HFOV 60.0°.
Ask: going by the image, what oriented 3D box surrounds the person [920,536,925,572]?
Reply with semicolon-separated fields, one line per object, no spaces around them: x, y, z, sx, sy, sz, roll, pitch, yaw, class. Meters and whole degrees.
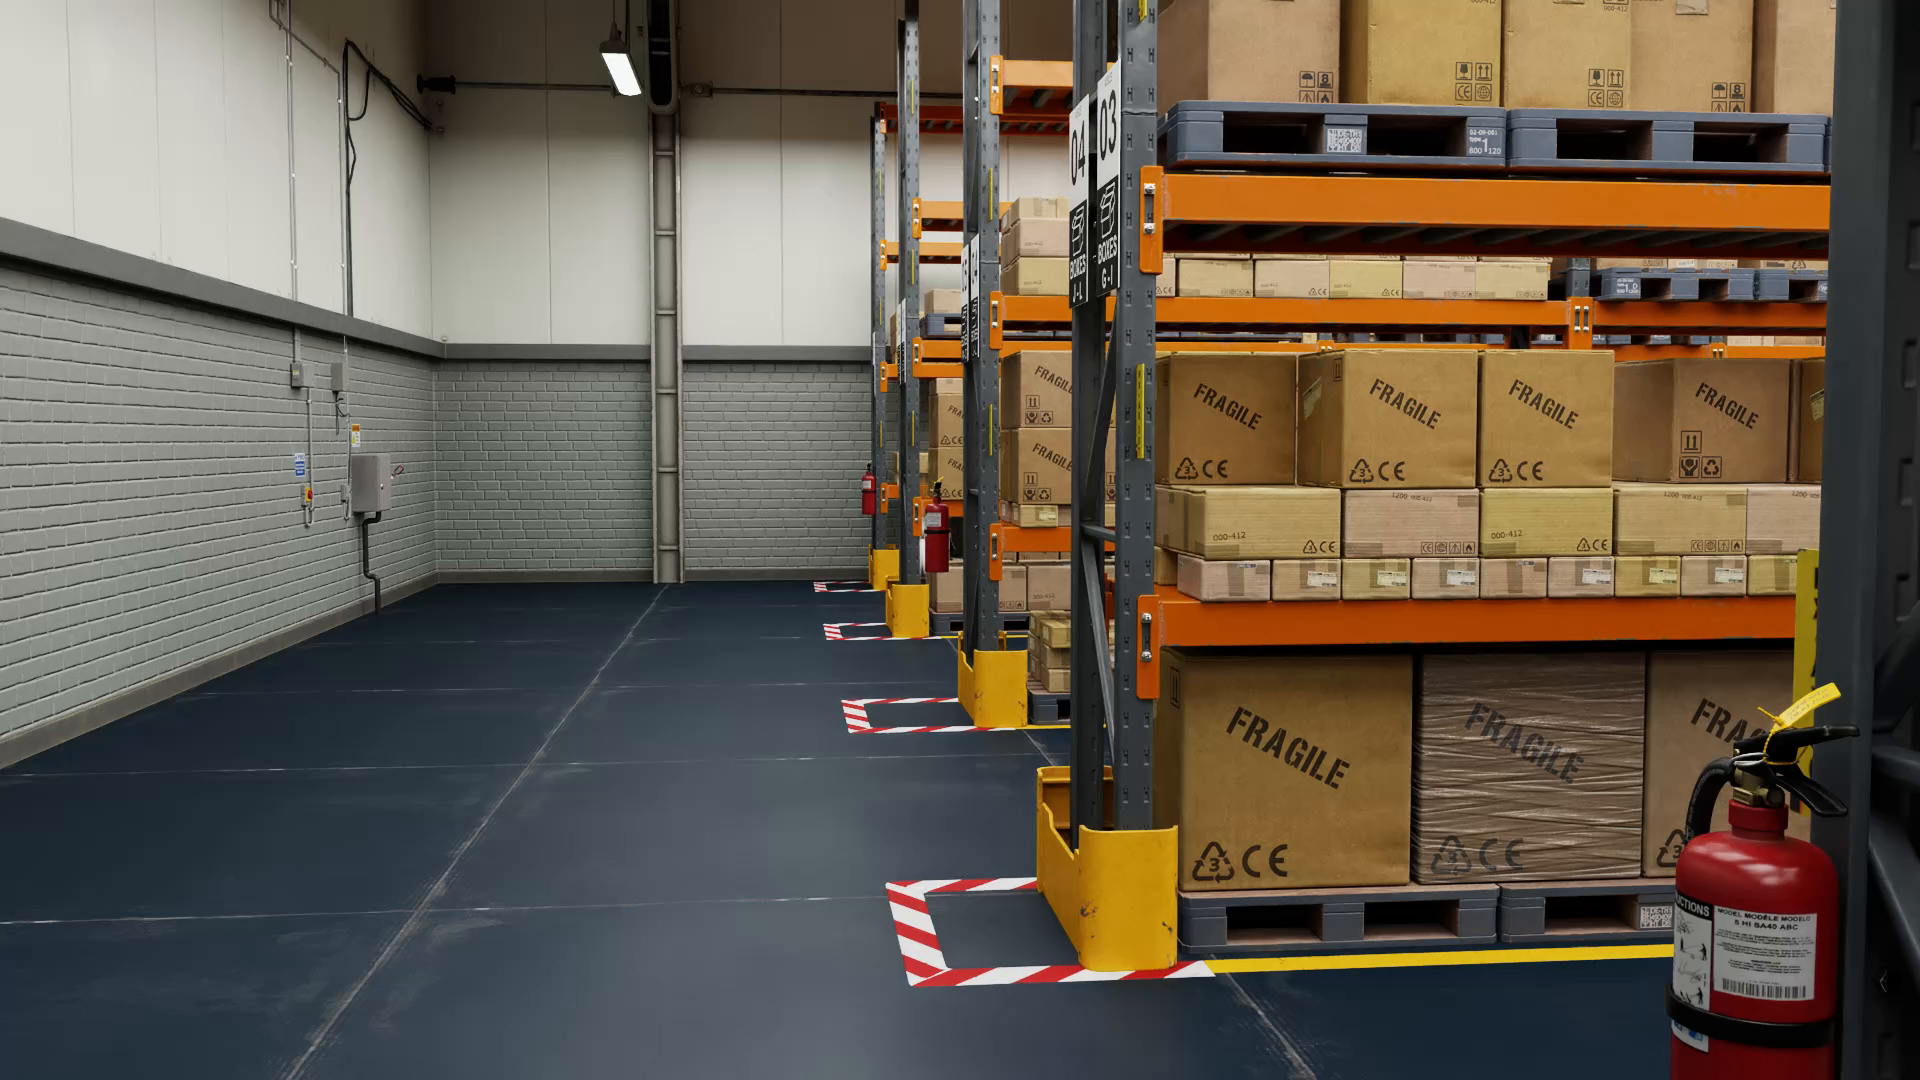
-0.409;0.351;19.167;0.456;0.762;0.915;0;4;-8;person
